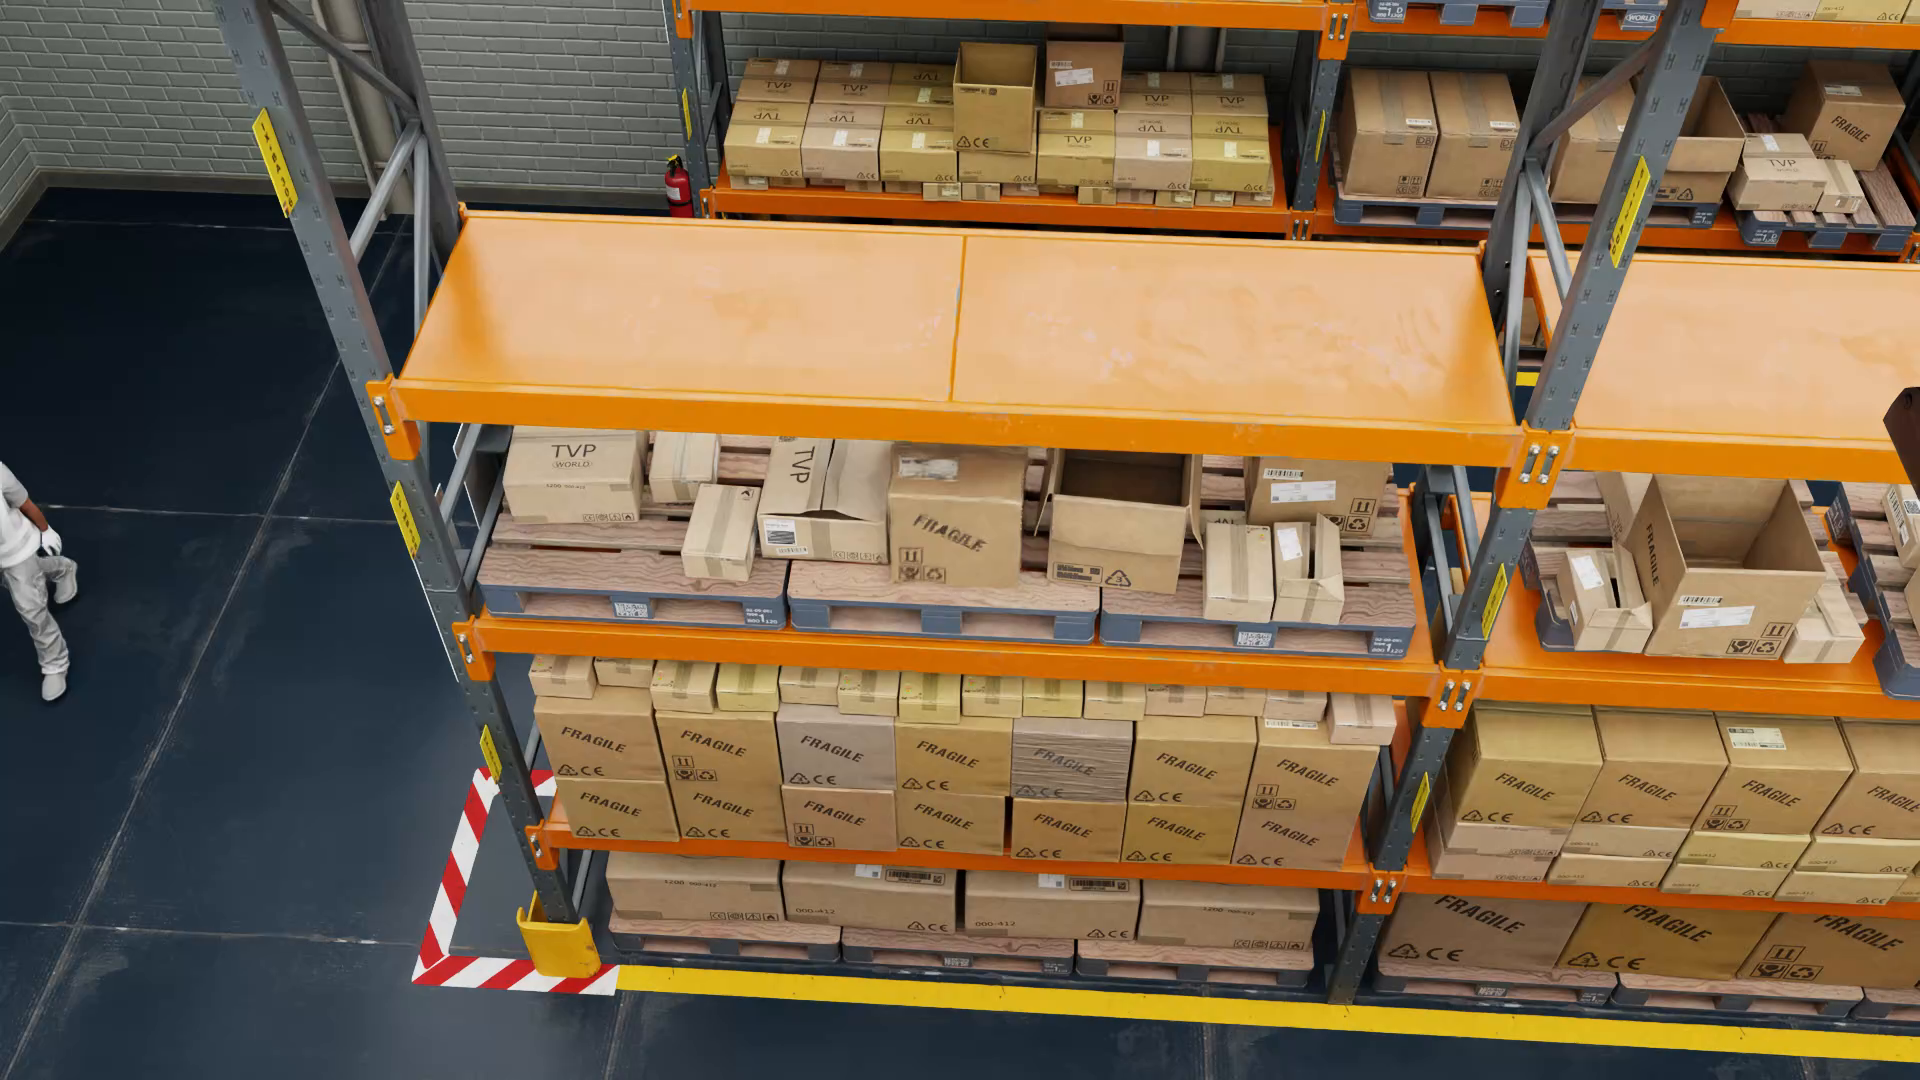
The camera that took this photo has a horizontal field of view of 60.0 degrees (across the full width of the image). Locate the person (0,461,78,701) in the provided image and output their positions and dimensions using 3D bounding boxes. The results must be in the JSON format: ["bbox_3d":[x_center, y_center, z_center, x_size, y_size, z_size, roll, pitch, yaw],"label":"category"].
[{"bbox_3d":[-5.507,0.032,9.532,0.530,1.750,1.017,-3,48,-2],"label":"person"}]
